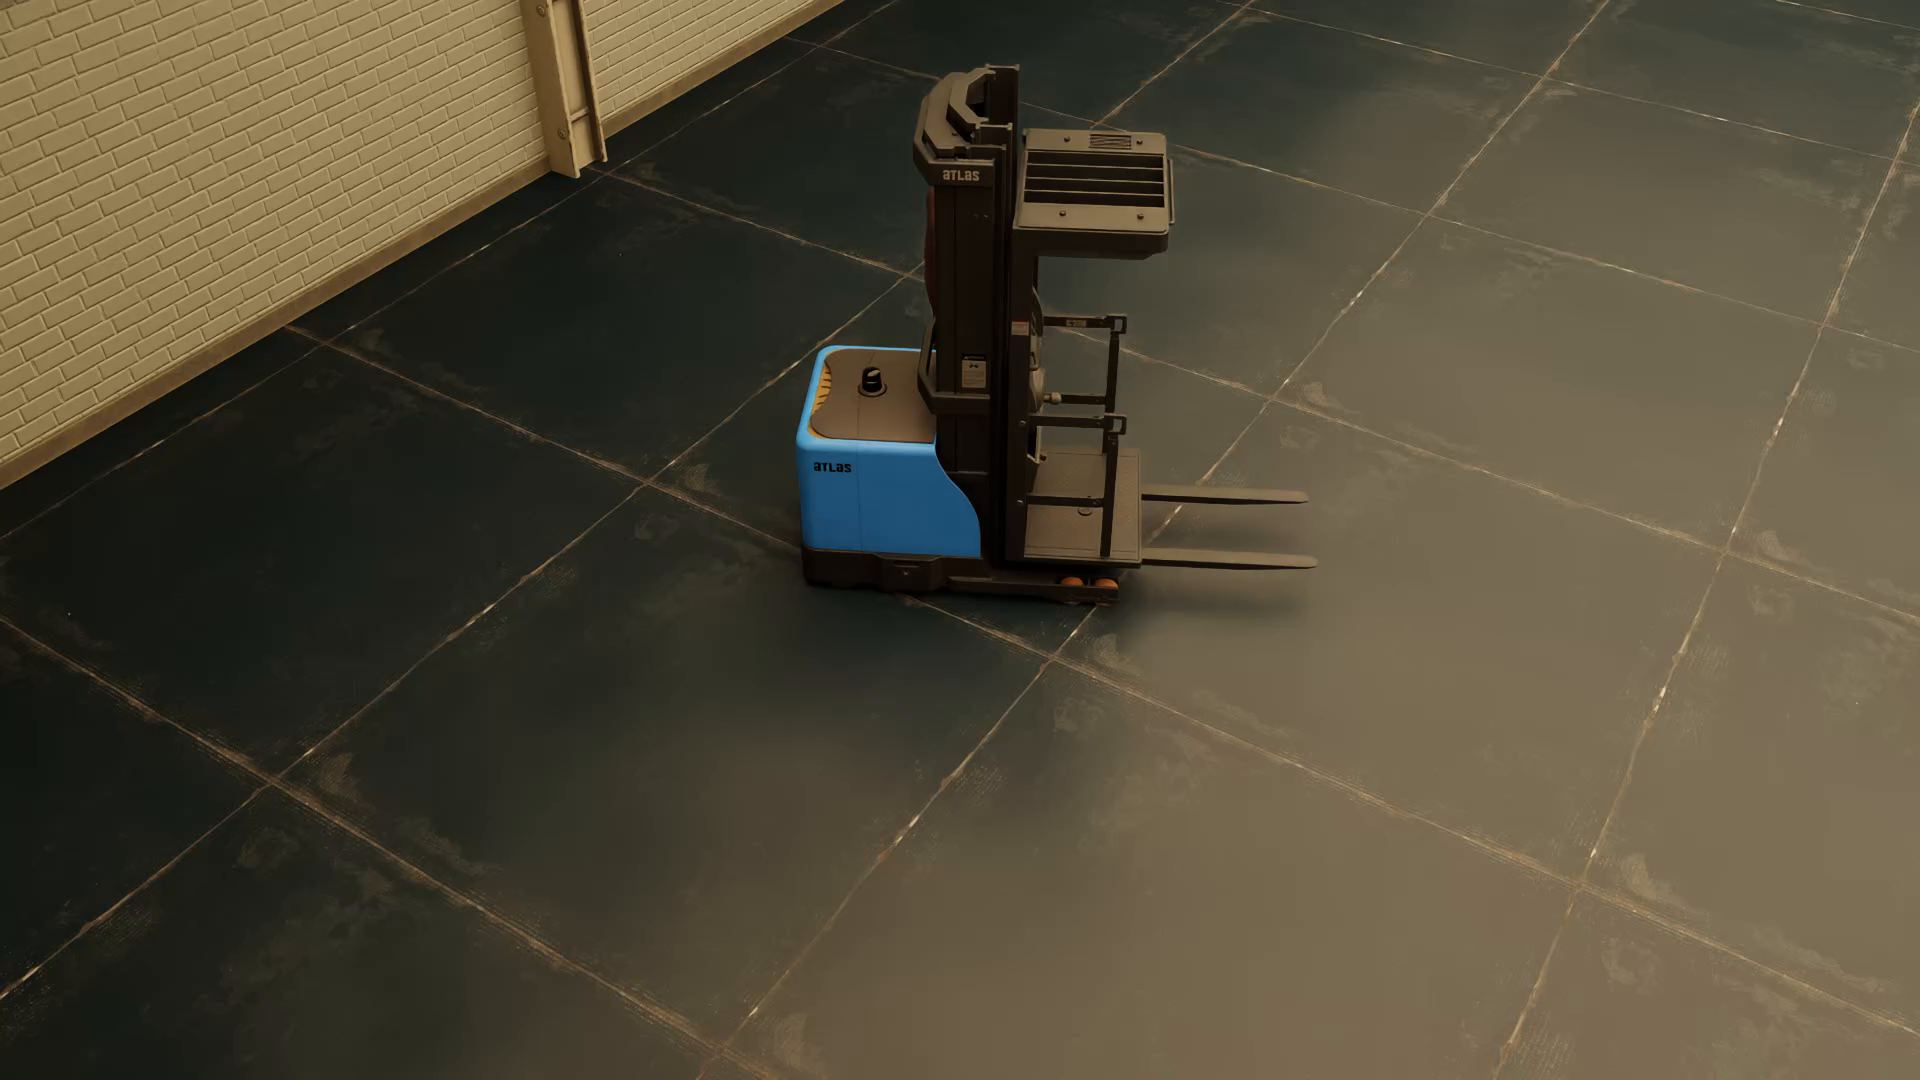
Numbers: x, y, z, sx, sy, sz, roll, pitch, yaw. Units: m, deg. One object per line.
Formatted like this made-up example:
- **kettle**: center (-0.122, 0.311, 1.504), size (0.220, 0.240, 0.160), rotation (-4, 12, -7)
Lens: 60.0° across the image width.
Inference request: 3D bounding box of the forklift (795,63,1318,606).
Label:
- **forklift**: center (0.609, -1.087, 9.250), size (3.031, 2.935, 1.130), rotation (3, 40, 3)

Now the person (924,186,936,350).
- **person**: center (-0.036, -1.709, 10.896), size (0.450, 1.753, 0.817), rotation (-5, 41, -6)
